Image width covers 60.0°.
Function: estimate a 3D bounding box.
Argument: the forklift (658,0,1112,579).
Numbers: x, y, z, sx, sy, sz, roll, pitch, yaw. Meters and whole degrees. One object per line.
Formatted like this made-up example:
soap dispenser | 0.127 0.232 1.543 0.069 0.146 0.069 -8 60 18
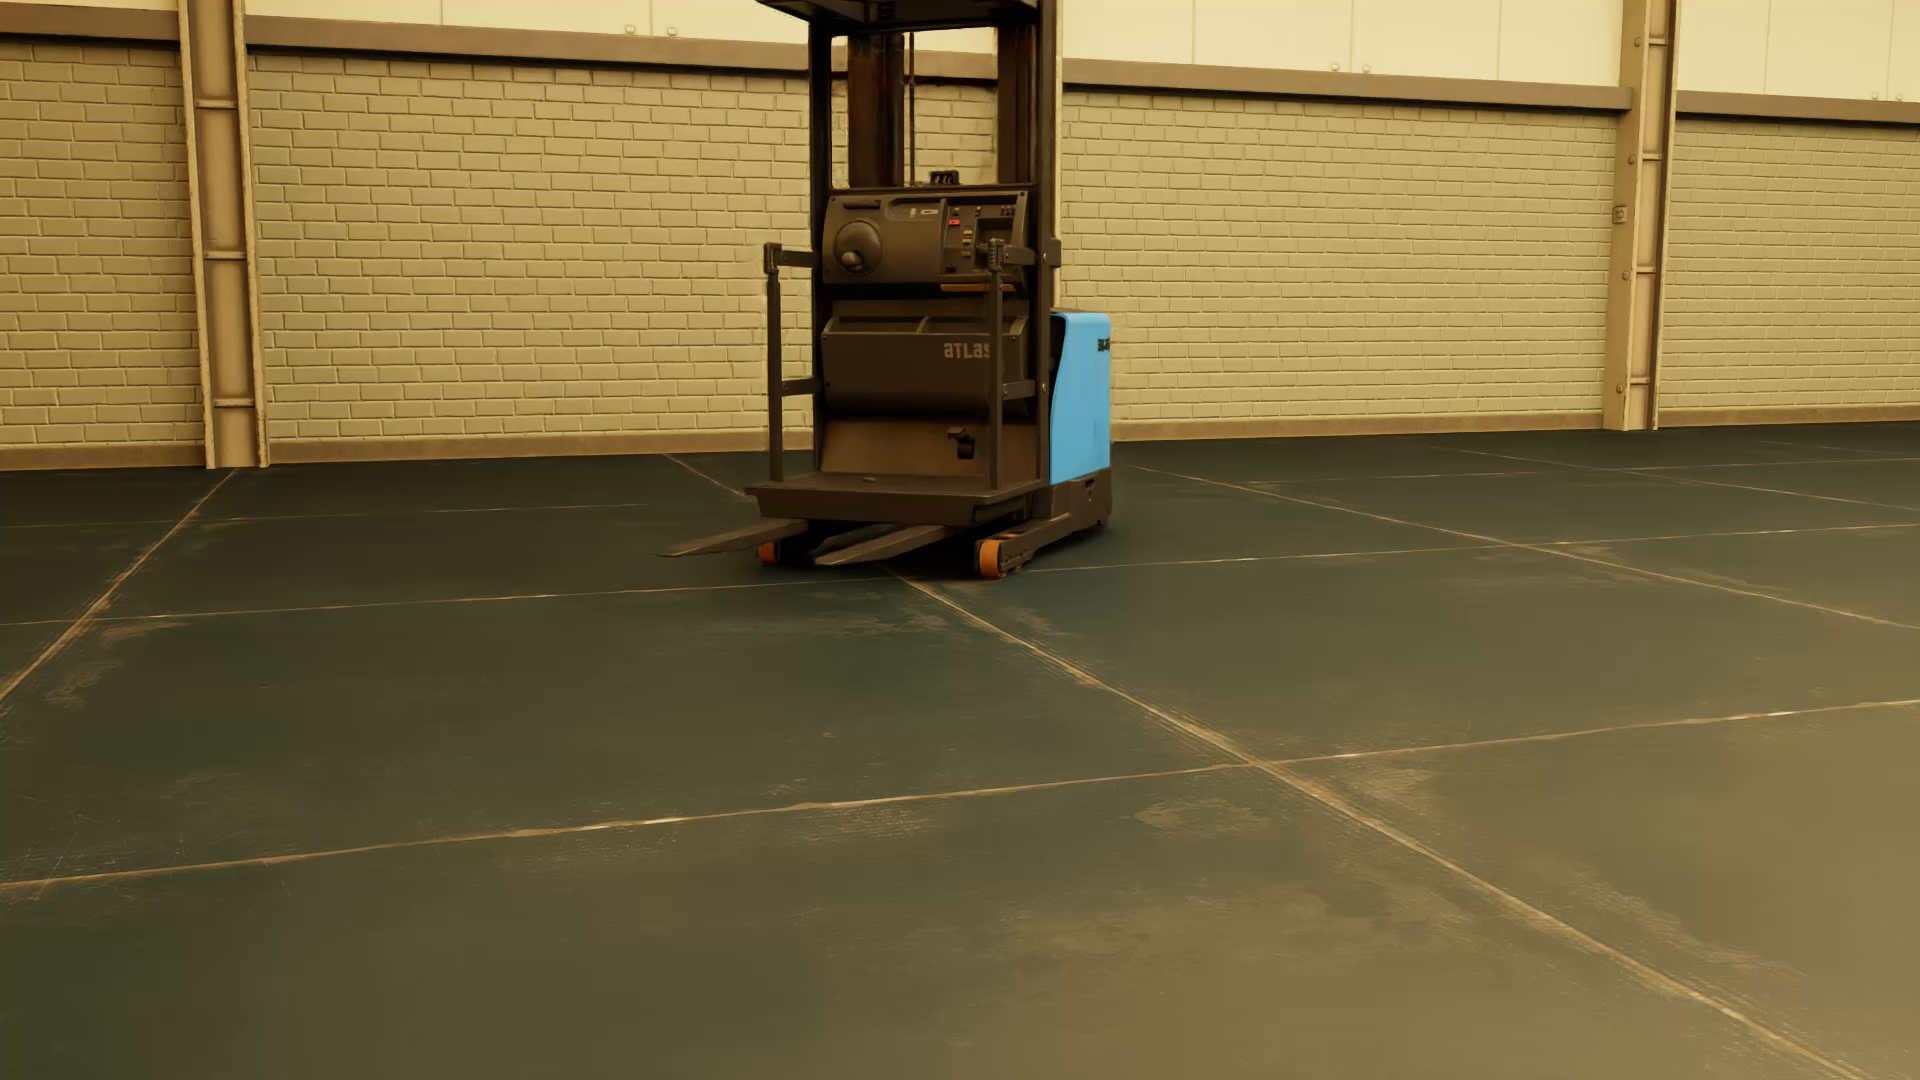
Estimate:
forklift | -0.229 -1.355 7.013 1.130 2.935 3.031 3 8 20
